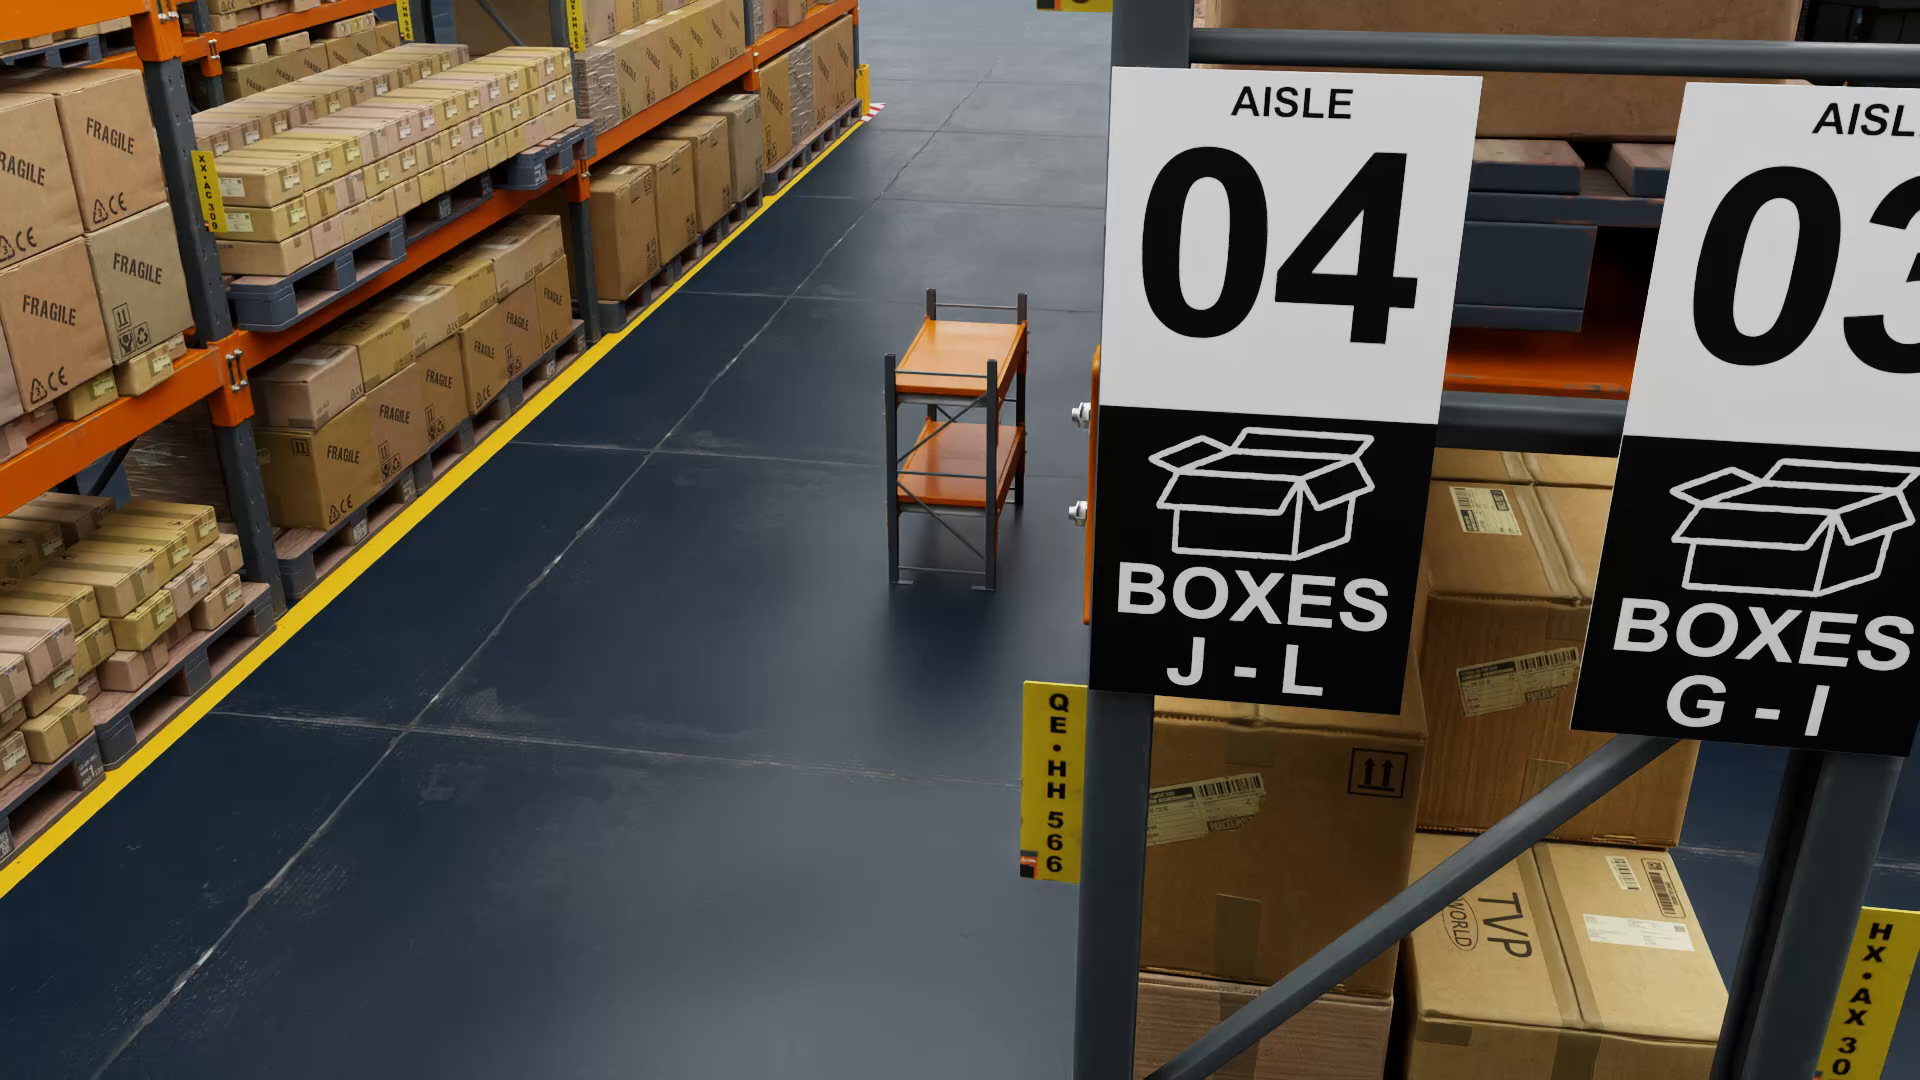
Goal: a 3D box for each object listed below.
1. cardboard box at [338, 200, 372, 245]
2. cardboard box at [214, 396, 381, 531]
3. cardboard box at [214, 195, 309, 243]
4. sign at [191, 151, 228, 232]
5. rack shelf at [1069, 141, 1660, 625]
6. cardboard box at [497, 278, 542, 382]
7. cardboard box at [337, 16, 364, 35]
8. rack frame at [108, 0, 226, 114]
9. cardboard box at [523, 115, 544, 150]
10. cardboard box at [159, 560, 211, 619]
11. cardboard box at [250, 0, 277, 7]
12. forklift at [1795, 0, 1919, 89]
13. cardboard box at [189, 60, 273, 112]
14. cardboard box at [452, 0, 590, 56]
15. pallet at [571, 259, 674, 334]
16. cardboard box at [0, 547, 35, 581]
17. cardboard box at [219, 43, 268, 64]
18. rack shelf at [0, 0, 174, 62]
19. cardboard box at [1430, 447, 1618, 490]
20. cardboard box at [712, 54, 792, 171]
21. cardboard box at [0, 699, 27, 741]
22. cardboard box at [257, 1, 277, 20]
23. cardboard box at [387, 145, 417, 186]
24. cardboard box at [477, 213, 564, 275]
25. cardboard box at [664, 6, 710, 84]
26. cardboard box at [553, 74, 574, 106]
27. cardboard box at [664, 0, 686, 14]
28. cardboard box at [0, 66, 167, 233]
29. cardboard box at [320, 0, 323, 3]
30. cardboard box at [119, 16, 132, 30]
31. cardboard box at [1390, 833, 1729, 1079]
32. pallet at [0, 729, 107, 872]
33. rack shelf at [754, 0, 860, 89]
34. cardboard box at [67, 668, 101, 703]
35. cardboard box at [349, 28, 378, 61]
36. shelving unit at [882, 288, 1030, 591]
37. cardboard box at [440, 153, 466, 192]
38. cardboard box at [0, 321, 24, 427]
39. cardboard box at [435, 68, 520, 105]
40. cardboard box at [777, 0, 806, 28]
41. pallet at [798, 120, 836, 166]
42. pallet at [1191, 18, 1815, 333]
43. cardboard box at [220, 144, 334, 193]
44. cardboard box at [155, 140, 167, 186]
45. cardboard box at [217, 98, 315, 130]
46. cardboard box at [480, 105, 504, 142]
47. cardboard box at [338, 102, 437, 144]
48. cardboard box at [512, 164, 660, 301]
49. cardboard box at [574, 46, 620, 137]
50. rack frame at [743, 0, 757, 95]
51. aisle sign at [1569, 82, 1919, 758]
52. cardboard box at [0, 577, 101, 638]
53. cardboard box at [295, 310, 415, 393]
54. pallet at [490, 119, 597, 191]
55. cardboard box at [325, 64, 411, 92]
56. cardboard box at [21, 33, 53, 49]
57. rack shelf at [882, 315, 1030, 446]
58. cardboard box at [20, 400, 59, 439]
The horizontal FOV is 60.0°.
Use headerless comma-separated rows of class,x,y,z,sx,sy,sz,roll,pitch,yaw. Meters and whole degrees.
cardboard box,-2.951,-1.470,7.653,0.380,0.149,0.250,4,25,9
cardboard box,-3.171,-0.389,7.995,0.500,0.500,0.500,5,26,11
cardboard box,-3.036,-1.384,7.119,0.380,0.149,0.250,4,25,9
sign,-3.017,-1.398,6.677,0.100,0.325,0.005,4,25,9
rack shelf,0.996,-0.850,3.839,1.077,0.370,4.000,4,25,9
cardboard box,-2.838,-1.261,9.858,0.500,0.500,0.500,5,26,11
cardboard box,-6.404,-5.322,17.179,0.380,0.149,0.250,4,25,9
rack frame,-7.146,-4.687,14.724,1.000,3.000,0.127,4,25,9
cardboard box,-2.611,-2.340,9.512,0.380,0.149,0.250,4,25,9
cardboard box,-3.324,0.194,6.814,0.380,0.149,0.250,3,25,6
cardboard box,-6.740,-5.243,15.444,0.500,0.500,0.500,4,25,8
forklift,4.097,-1.099,7.140,3.031,2.935,1.130,-2,25,-4
cardboard box,-6.784,-4.199,15.546,0.500,0.500,0.500,5,26,11
cardboard box,-2.817,-3.398,10.674,0.700,0.500,0.500,4,25,8
pallet,-2.697,-1.775,11.792,1.003,0.211,1.213,4,25,9
cardboard box,-3.911,0.142,6.575,0.380,0.149,0.250,4,25,8
cardboard box,-6.704,-4.541,15.511,0.380,0.149,0.250,4,25,9
rack shelf,-3.881,-1.236,4.663,1.077,0.370,4.000,4,25,9
cardboard box,1.174,0.004,3.644,0.500,0.500,0.500,3,25,7
cardboard box,-2.075,-3.872,14.995,0.875,0.875,0.875,4,25,9
cardboard box,-3.574,0.624,5.895,0.380,0.149,0.250,3,25,6
cardboard box,-6.700,-5.006,15.702,0.380,0.149,0.250,5,26,10
cardboard box,-2.870,-1.822,8.055,0.380,0.149,0.250,5,26,11
cardboard box,-2.753,-1.806,10.140,0.500,0.250,0.500,3,25,7
cardboard box,-2.233,-3.772,12.652,0.500,0.500,0.500,4,25,9
cardboard box,-2.532,-2.686,9.900,0.380,0.149,0.250,5,25,10
cardboard box,-2.487,-4.249,12.493,0.700,0.500,0.500,4,25,9
cardboard box,-3.364,-1.458,6.177,0.500,0.500,0.500,3,25,7
cardboard box,-6.612,-5.437,16.623,0.380,0.149,0.250,4,25,9
cardboard box,-7.025,-4.309,13.719,0.380,0.149,0.250,4,25,8
cardboard box,1.014,0.770,2.893,0.500,0.250,0.500,3,25,7
pallet,-3.826,1.018,5.826,1.003,0.211,1.213,4,25,9
rack shelf,-1.920,-4.897,16.021,1.077,0.370,4.000,4,25,9
cardboard box,-3.549,0.568,6.365,0.380,0.149,0.250,3,25,7
cardboard box,-6.448,-5.072,17.412,0.500,0.500,0.500,5,26,10
shelving unit,-0.001,-0.507,8.005,0.538,1.125,1.048,4,25,9
cardboard box,-2.783,-1.901,8.574,0.380,0.149,0.250,3,25,6
cardboard box,-3.523,-0.573,5.467,0.500,0.500,0.500,4,25,8
cardboard box,-2.654,-2.496,9.143,0.380,0.149,0.250,5,26,10
cardboard box,-1.926,-5.058,15.341,0.875,0.550,0.550,4,25,9
pallet,-1.848,-3.947,16.434,1.003,0.211,1.213,4,25,9
pallet,0.780,-0.611,2.582,1.003,0.211,1.213,4,25,9
cardboard box,-2.996,-1.636,7.306,0.380,0.149,0.250,5,25,10
cardboard box,-3.638,-1.680,7.399,0.380,0.149,0.250,3,25,7
cardboard box,-3.467,-2.112,8.324,0.380,0.149,0.250,3,25,6
cardboard box,-2.698,-2.255,8.980,0.380,0.149,0.250,4,25,8
cardboard box,-2.825,-2.060,8.211,0.380,0.149,0.250,5,26,10
cardboard box,-2.712,-2.133,11.426,1.050,0.750,0.750,4,25,8
cardboard box,-2.560,-2.927,10.848,0.500,0.500,0.500,4,25,9
rack frame,-2.246,-4.386,14.082,1.000,3.000,0.127,4,25,9
aisle sign,0.953,-0.108,1.875,0.394,0.787,0.004,4,25,9
cardboard box,-3.511,0.276,6.288,0.380,0.149,0.250,5,26,10
cardboard box,-3.088,-0.951,8.313,0.500,0.250,0.500,5,25,10
pallet,-2.912,-2.321,9.896,1.213,0.211,1.003,4,25,9
cardboard box,-3.296,-2.553,9.266,0.380,0.149,0.250,3,25,6
cardboard box,-7.252,-3.886,12.814,0.380,0.149,0.250,5,26,10
rack shelf,-0.001,-0.772,7.881,0.538,0.278,1.000,4,25,9
cardboard box,-3.517,-0.465,6.001,0.380,0.149,0.250,3,25,7
